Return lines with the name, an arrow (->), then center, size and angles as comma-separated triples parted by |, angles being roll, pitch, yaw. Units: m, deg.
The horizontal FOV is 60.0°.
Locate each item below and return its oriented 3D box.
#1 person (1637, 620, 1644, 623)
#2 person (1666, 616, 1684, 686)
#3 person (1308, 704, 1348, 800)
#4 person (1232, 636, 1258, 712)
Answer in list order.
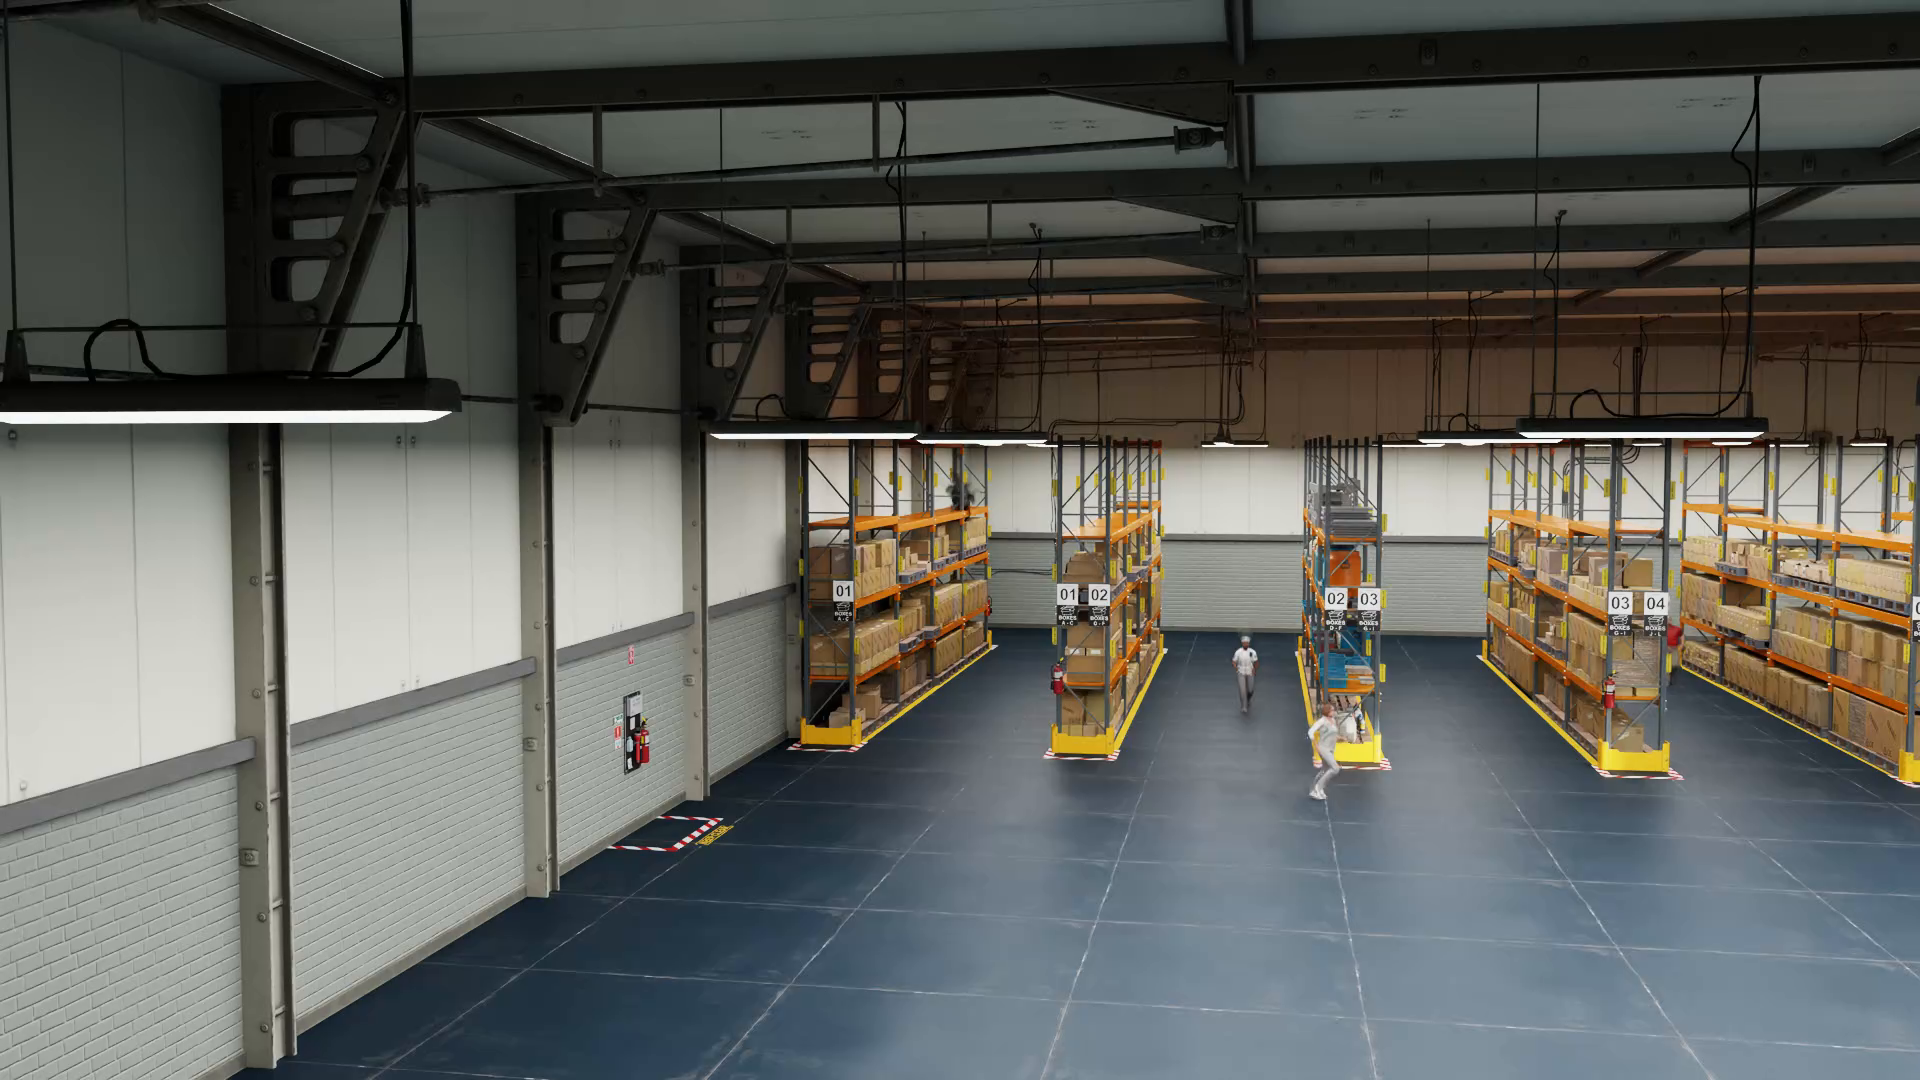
person -> 18.123, 2.403, 45.031 | 0.758, 1.733, 0.912 | 3, 4, 43
person -> 17.214, 2.697, 40.316 | 0.675, 1.687, 0.612 | 1, 3, 16
person -> 6.011, 3.454, 27.167 | 0.622, 1.569, 0.538 | 2, 4, 36
person -> 6.244, 2.926, 36.412 | 0.573, 1.650, 0.584 | 0, 3, 7
